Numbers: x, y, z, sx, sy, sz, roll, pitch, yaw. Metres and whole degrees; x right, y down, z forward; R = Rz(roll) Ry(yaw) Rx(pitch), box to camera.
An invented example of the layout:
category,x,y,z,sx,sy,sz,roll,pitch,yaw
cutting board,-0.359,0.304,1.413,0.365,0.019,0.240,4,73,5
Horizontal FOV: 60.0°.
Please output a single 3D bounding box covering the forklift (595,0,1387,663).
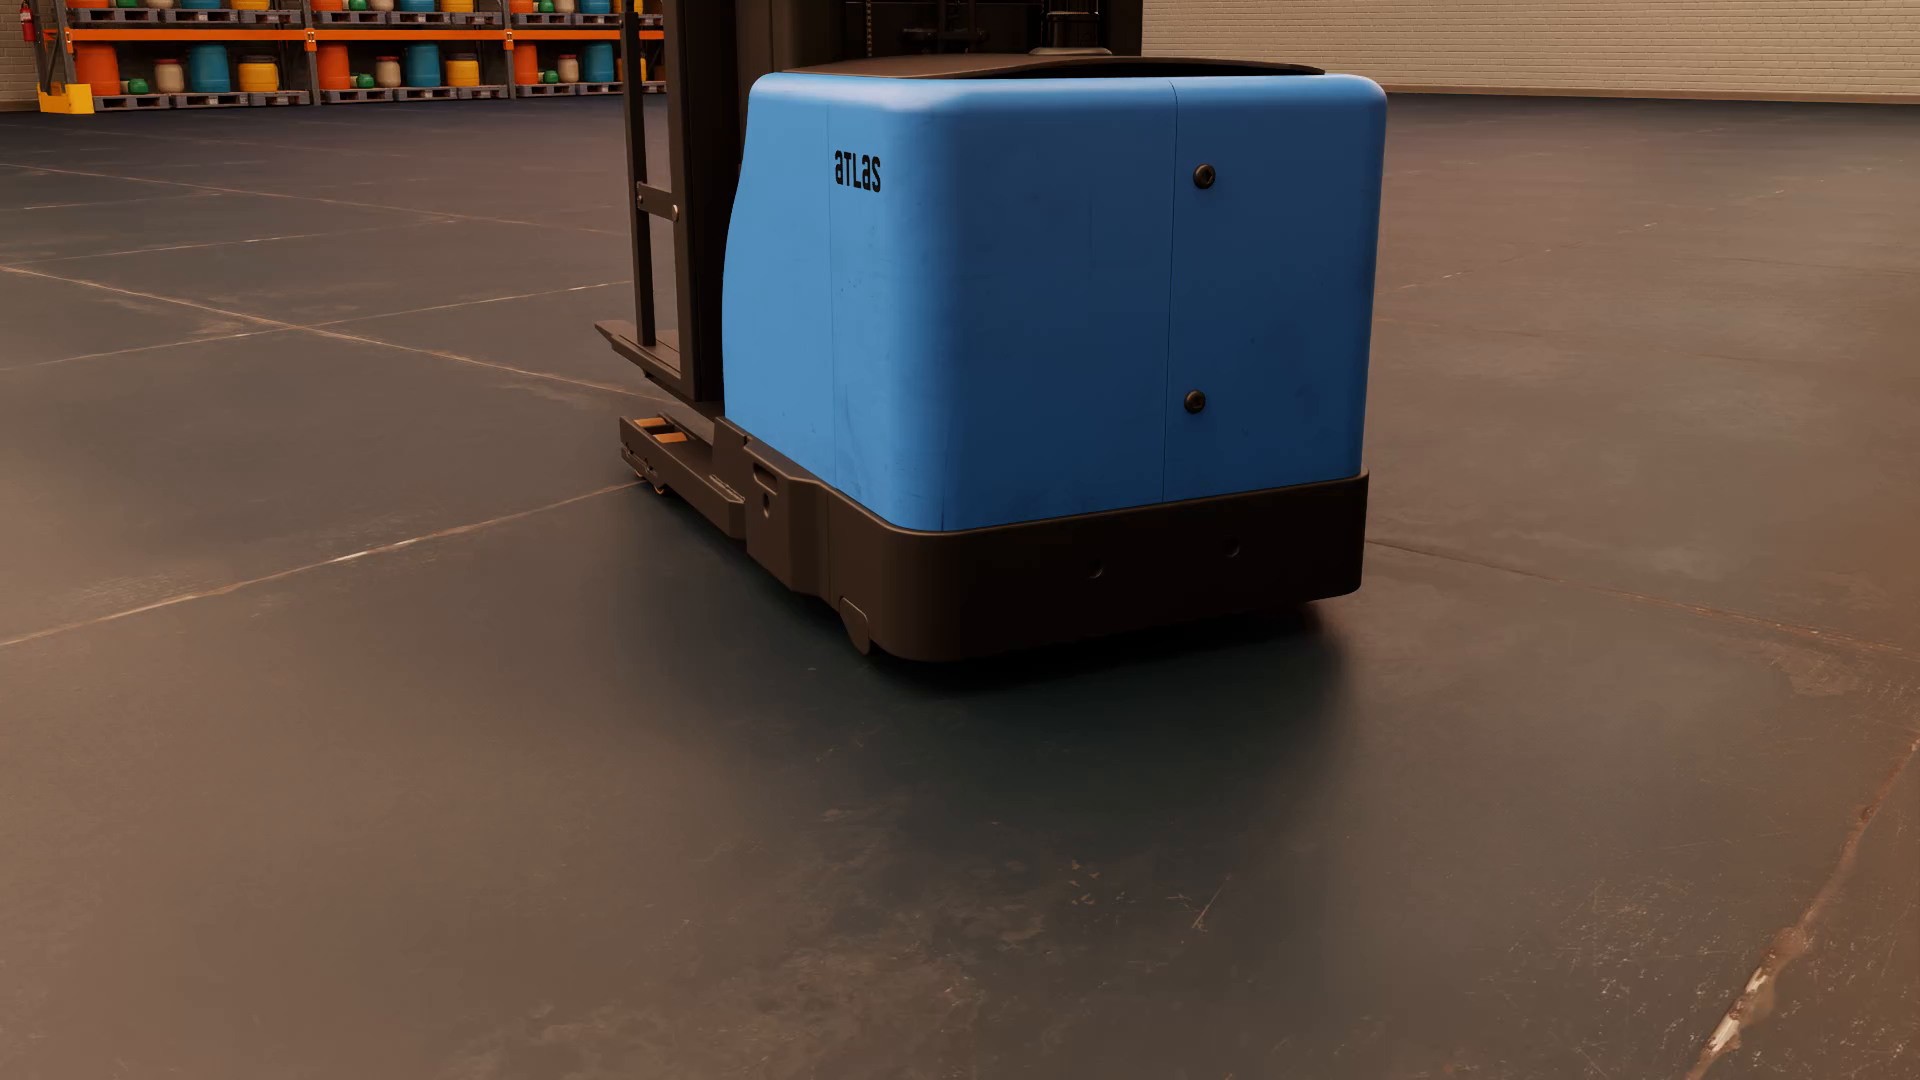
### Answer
category,x,y,z,sx,sy,sz,roll,pitch,yaw
forklift,-0.268,-1.566,4.055,1.130,2.935,3.031,-8,19,-24
